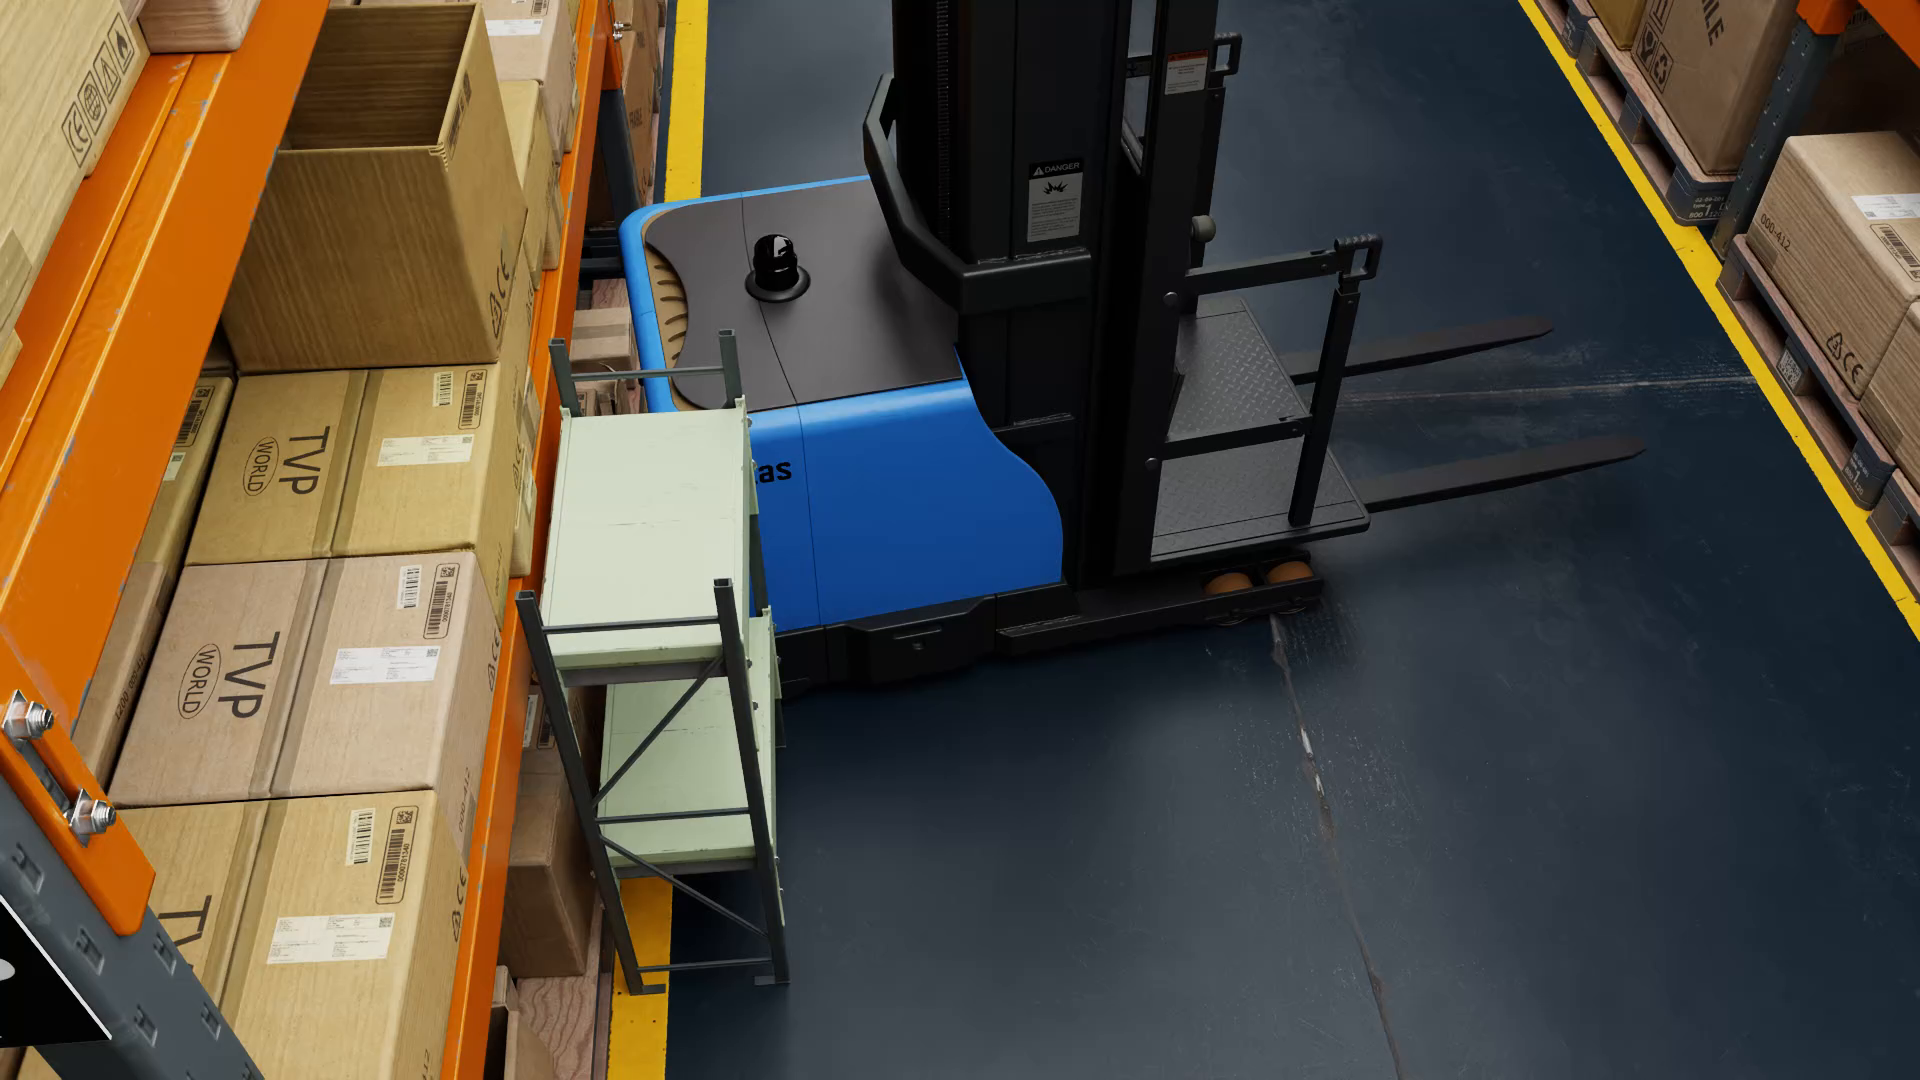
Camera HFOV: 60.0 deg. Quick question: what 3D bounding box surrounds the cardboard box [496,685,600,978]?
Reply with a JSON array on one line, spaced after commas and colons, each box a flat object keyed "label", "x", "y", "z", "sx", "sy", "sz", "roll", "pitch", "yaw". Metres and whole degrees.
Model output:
[{"label": "cardboard box", "x": -1.254, "y": 0.701, "z": 3.952, "sx": 0.700, "sy": 0.500, "sz": 0.500, "roll": -2, "pitch": 47, "yaw": -2}]

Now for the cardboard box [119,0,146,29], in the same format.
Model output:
[{"label": "cardboard box", "x": -1.092, "y": -0.731, "z": 1.709, "sx": 0.500, "sy": 0.250, "sz": 0.500, "roll": -3, "pitch": 47, "yaw": -3}]

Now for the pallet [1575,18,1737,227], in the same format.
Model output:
[{"label": "pallet", "x": 3.207, "y": -1.738, "z": 6.750, "sx": 1.003, "sy": 0.211, "sz": 1.213, "roll": -3, "pitch": 47, "yaw": -3}]

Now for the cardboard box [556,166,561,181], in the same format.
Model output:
[{"label": "cardboard box", "x": -1.237, "y": -0.972, "z": 4.277, "sx": 0.380, "sy": 0.149, "sz": 0.250, "roll": -2, "pitch": 47, "yaw": -2}]

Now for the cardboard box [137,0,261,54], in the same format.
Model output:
[{"label": "cardboard box", "x": -1.030, "y": -0.696, "z": 1.950, "sx": 0.380, "sy": 0.149, "sz": 0.250, "roll": -3, "pitch": 47, "yaw": -2}]

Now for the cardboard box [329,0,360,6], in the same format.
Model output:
[{"label": "cardboard box", "x": -1.778, "y": -1.152, "z": 4.174, "sx": 0.500, "sy": 0.250, "sz": 0.500, "roll": -4, "pitch": 47, "yaw": -4}]

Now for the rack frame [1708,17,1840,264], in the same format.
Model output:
[{"label": "rack frame", "x": 3.347, "y": -2.143, "z": 5.214, "sx": 1.000, "sy": 3.000, "sz": 0.127, "roll": -3, "pitch": 47, "yaw": -3}]

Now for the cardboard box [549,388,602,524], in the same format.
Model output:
[{"label": "cardboard box", "x": -1.341, "y": -0.050, "z": 4.663, "sx": 0.700, "sy": 0.500, "sz": 0.500, "roll": -5, "pitch": 47, "yaw": -5}]

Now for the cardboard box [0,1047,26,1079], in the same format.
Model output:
[{"label": "cardboard box", "x": -1.567, "y": 0.688, "z": 2.431, "sx": 0.500, "sy": 0.250, "sz": 0.500, "roll": -2, "pitch": 47, "yaw": -2}]

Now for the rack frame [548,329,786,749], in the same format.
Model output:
[{"label": "rack frame", "x": -0.690, "y": 0.077, "z": 4.144, "sx": 0.400, "sy": 1.500, "sz": 0.023, "roll": -4, "pitch": 47, "yaw": -3}]

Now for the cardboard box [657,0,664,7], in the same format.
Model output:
[{"label": "cardboard box", "x": -1.544, "y": -2.609, "z": 7.087, "sx": 0.500, "sy": 0.500, "sz": 0.500, "roll": -5, "pitch": 47, "yaw": -5}]

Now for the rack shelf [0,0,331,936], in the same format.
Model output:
[{"label": "rack shelf", "x": -1.432, "y": -1.176, "z": 2.727, "sx": 1.077, "sy": 0.370, "sz": 4.000, "roll": -3, "pitch": 47, "yaw": -3}]

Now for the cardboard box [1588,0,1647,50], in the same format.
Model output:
[{"label": "cardboard box", "x": 3.132, "y": -2.654, "z": 6.871, "sx": 0.875, "sy": 0.875, "sz": 0.875, "roll": -2, "pitch": 47, "yaw": -2}]

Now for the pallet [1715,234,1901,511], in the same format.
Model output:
[{"label": "pallet", "x": 3.332, "y": -0.629, "z": 5.701, "sx": 1.003, "sy": 0.211, "sz": 1.213, "roll": -3, "pitch": 47, "yaw": -3}]

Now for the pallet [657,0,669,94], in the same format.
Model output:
[{"label": "pallet", "x": -1.810, "y": -2.351, "z": 7.331, "sx": 1.003, "sy": 0.211, "sz": 1.213, "roll": -3, "pitch": 47, "yaw": -3}]

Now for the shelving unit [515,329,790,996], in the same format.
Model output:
[{"label": "shelving unit", "x": -0.659, "y": 0.342, "z": 3.893, "sx": 0.431, "sy": 1.500, "sz": 0.755, "roll": -4, "pitch": 47, "yaw": -3}]

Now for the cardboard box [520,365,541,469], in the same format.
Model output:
[{"label": "cardboard box", "x": -1.119, "y": -0.237, "z": 3.582, "sx": 0.380, "sy": 0.149, "sz": 0.250, "roll": -3, "pitch": 47, "yaw": -2}]

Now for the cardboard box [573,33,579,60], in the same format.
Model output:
[{"label": "cardboard box", "x": -1.277, "y": -1.350, "z": 4.635, "sx": 0.380, "sy": 0.149, "sz": 0.250, "roll": -2, "pitch": 47, "yaw": -2}]

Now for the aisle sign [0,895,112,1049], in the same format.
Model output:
[{"label": "aisle sign", "x": -0.966, "y": 0.193, "z": 1.211, "sx": 0.394, "sy": 0.787, "sz": 0.004, "roll": -3, "pitch": 47, "yaw": -3}]

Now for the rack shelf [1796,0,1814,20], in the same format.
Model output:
[{"label": "rack shelf", "x": 3.179, "y": -3.343, "z": 6.845, "sx": 1.077, "sy": 0.370, "sz": 4.000, "roll": -3, "pitch": 47, "yaw": -3}]

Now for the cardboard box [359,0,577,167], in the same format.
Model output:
[{"label": "cardboard box", "x": -1.257, "y": -1.174, "z": 4.194, "sx": 0.500, "sy": 0.250, "sz": 0.500, "roll": -3, "pitch": 47, "yaw": -3}]

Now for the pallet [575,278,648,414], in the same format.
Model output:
[{"label": "pallet", "x": -1.543, "y": -0.383, "z": 5.467, "sx": 1.003, "sy": 0.211, "sz": 1.213, "roll": -3, "pitch": 47, "yaw": -3}]

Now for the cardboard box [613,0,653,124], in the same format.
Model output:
[{"label": "cardboard box", "x": -1.470, "y": -1.872, "z": 6.389, "sx": 0.500, "sy": 0.500, "sz": 0.500, "roll": -4, "pitch": 47, "yaw": -4}]

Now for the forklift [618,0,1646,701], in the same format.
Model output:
[{"label": "forklift", "x": 0.605, "y": -1.115, "z": 4.287, "sx": 3.031, "sy": 2.935, "sz": 1.130, "roll": -10, "pitch": 47, "yaw": -9}]

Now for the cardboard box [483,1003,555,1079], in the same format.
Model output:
[{"label": "cardboard box", "x": -1.221, "y": 1.321, "z": 3.363, "sx": 0.797, "sy": 0.503, "sz": 0.637, "roll": -5, "pitch": 47, "yaw": -5}]

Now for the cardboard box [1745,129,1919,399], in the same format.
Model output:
[{"label": "cardboard box", "x": 3.292, "y": -0.946, "z": 5.555, "sx": 0.875, "sy": 0.438, "sz": 0.875, "roll": -4, "pitch": 47, "yaw": -4}]

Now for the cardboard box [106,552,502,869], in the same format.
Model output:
[{"label": "cardboard box", "x": -1.076, "y": 0.295, "z": 2.803, "sx": 0.500, "sy": 0.250, "sz": 0.500, "roll": -3, "pitch": 47, "yaw": -3}]

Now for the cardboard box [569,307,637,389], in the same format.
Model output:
[{"label": "cardboard box", "x": -1.260, "y": -0.617, "z": 5.443, "sx": 0.380, "sy": 0.149, "sz": 0.250, "roll": -5, "pitch": 47, "yaw": -4}]

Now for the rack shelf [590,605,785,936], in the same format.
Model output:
[{"label": "rack shelf", "x": -0.659, "y": 0.566, "z": 4.130, "sx": 0.431, "sy": 0.370, "sz": 0.720, "roll": -4, "pitch": 47, "yaw": -3}]

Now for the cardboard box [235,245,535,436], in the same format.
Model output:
[{"label": "cardboard box", "x": -1.186, "y": -0.440, "z": 3.499, "sx": 0.500, "sy": 0.250, "sz": 0.500, "roll": -5, "pitch": 47, "yaw": -4}]

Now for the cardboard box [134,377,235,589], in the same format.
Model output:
[{"label": "cardboard box", "x": -1.646, "y": -0.044, "z": 3.124, "sx": 0.500, "sy": 0.250, "sz": 0.500, "roll": -2, "pitch": 47, "yaw": -2}]

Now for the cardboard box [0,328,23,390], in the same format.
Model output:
[{"label": "cardboard box", "x": -1.059, "y": -0.134, "z": 1.418, "sx": 0.380, "sy": 0.149, "sz": 0.250, "roll": -3, "pitch": 47, "yaw": -2}]
